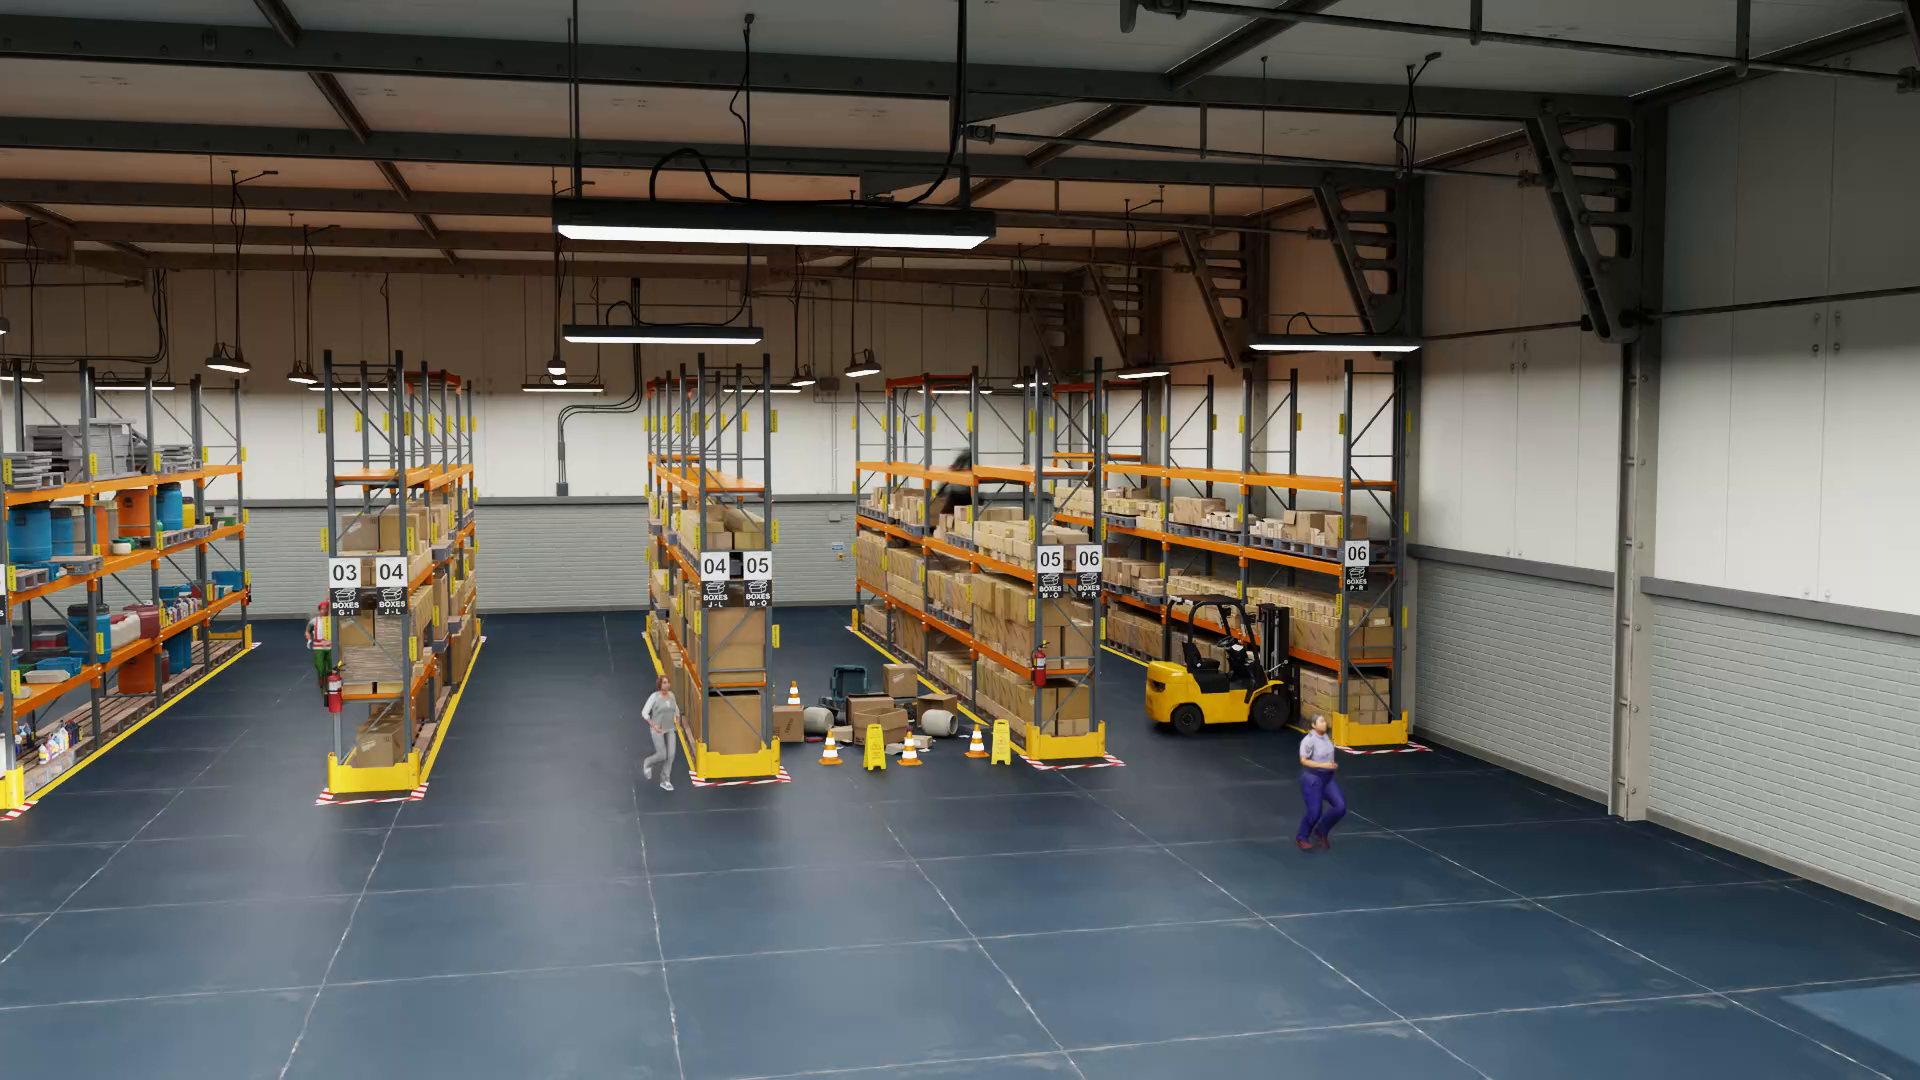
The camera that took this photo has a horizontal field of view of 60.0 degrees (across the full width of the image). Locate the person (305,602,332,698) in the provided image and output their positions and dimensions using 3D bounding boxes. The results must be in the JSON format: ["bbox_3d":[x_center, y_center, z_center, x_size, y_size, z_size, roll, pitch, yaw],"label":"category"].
[{"bbox_3d":[-11.675,2.006,30.544,0.663,1.748,0.780,-2,4,-21],"label":"person"}]

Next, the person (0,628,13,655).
[{"bbox_3d":[-17.788,2.086,30.748,0.555,1.602,0.659,-1,4,-8],"label":"person"}]

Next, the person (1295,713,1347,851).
[{"bbox_3d":[4.199,2.839,19.427,0.667,1.630,0.604,-4,5,-43],"label":"person"}]

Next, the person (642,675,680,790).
[{"bbox_3d":[-4.126,2.638,22.929,0.577,1.569,0.572,-4,6,-44],"label":"person"}]
